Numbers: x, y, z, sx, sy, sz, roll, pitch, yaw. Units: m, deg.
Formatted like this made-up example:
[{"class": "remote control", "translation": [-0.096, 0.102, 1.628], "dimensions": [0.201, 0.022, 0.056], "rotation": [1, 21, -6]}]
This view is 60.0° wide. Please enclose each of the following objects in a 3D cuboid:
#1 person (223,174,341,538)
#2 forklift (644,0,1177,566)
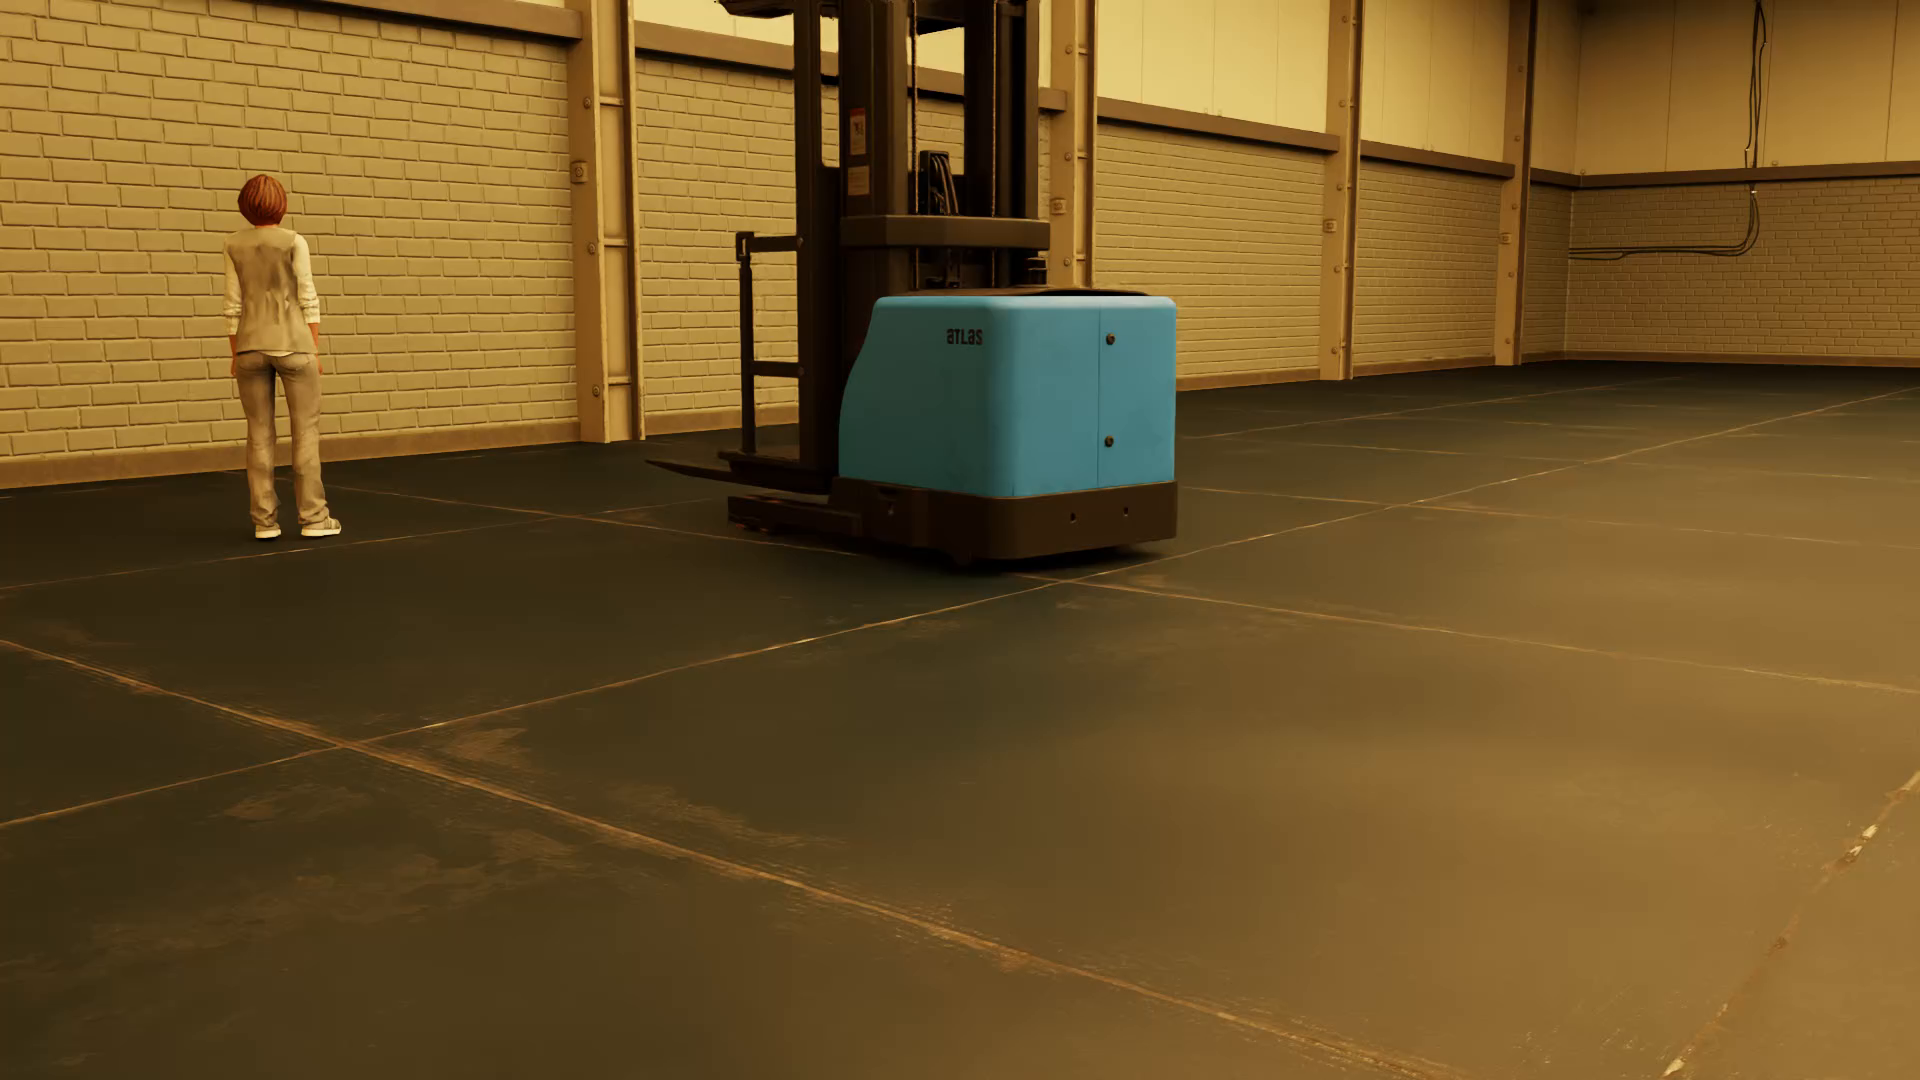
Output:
[{"class": "person", "translation": [-3.023, -0.802, 7.368], "dimensions": [0.411, 1.602, 0.331], "rotation": [-1, 8, -8]}, {"class": "forklift", "translation": [-0.424, -1.512, 7.618], "dimensions": [1.130, 2.935, 3.031], "rotation": [-7, 11, -40]}]
